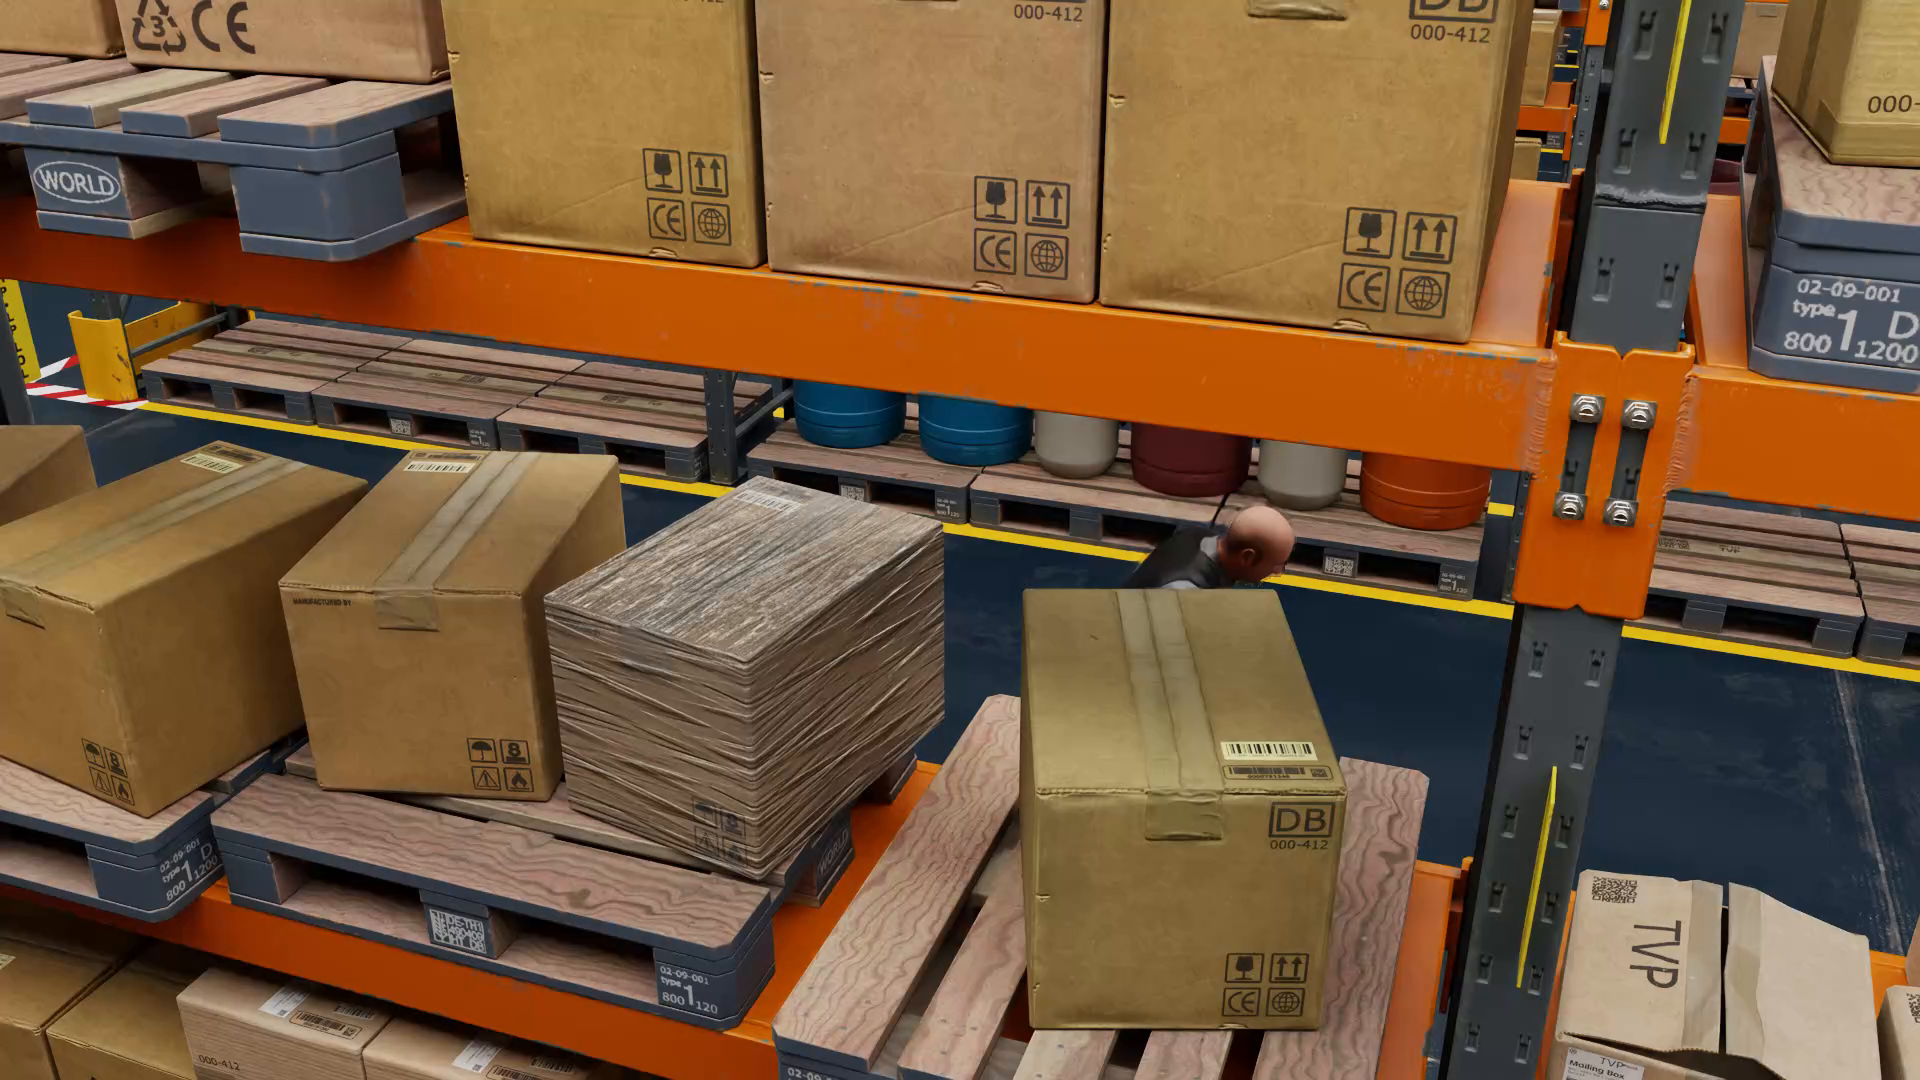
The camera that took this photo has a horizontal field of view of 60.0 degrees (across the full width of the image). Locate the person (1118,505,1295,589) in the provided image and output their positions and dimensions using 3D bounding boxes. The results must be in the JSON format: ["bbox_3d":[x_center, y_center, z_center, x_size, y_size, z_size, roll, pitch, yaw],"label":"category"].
[{"bbox_3d":[0.680,0.534,5.339,0.670,1.455,0.590,9,27,18],"label":"person"}]
